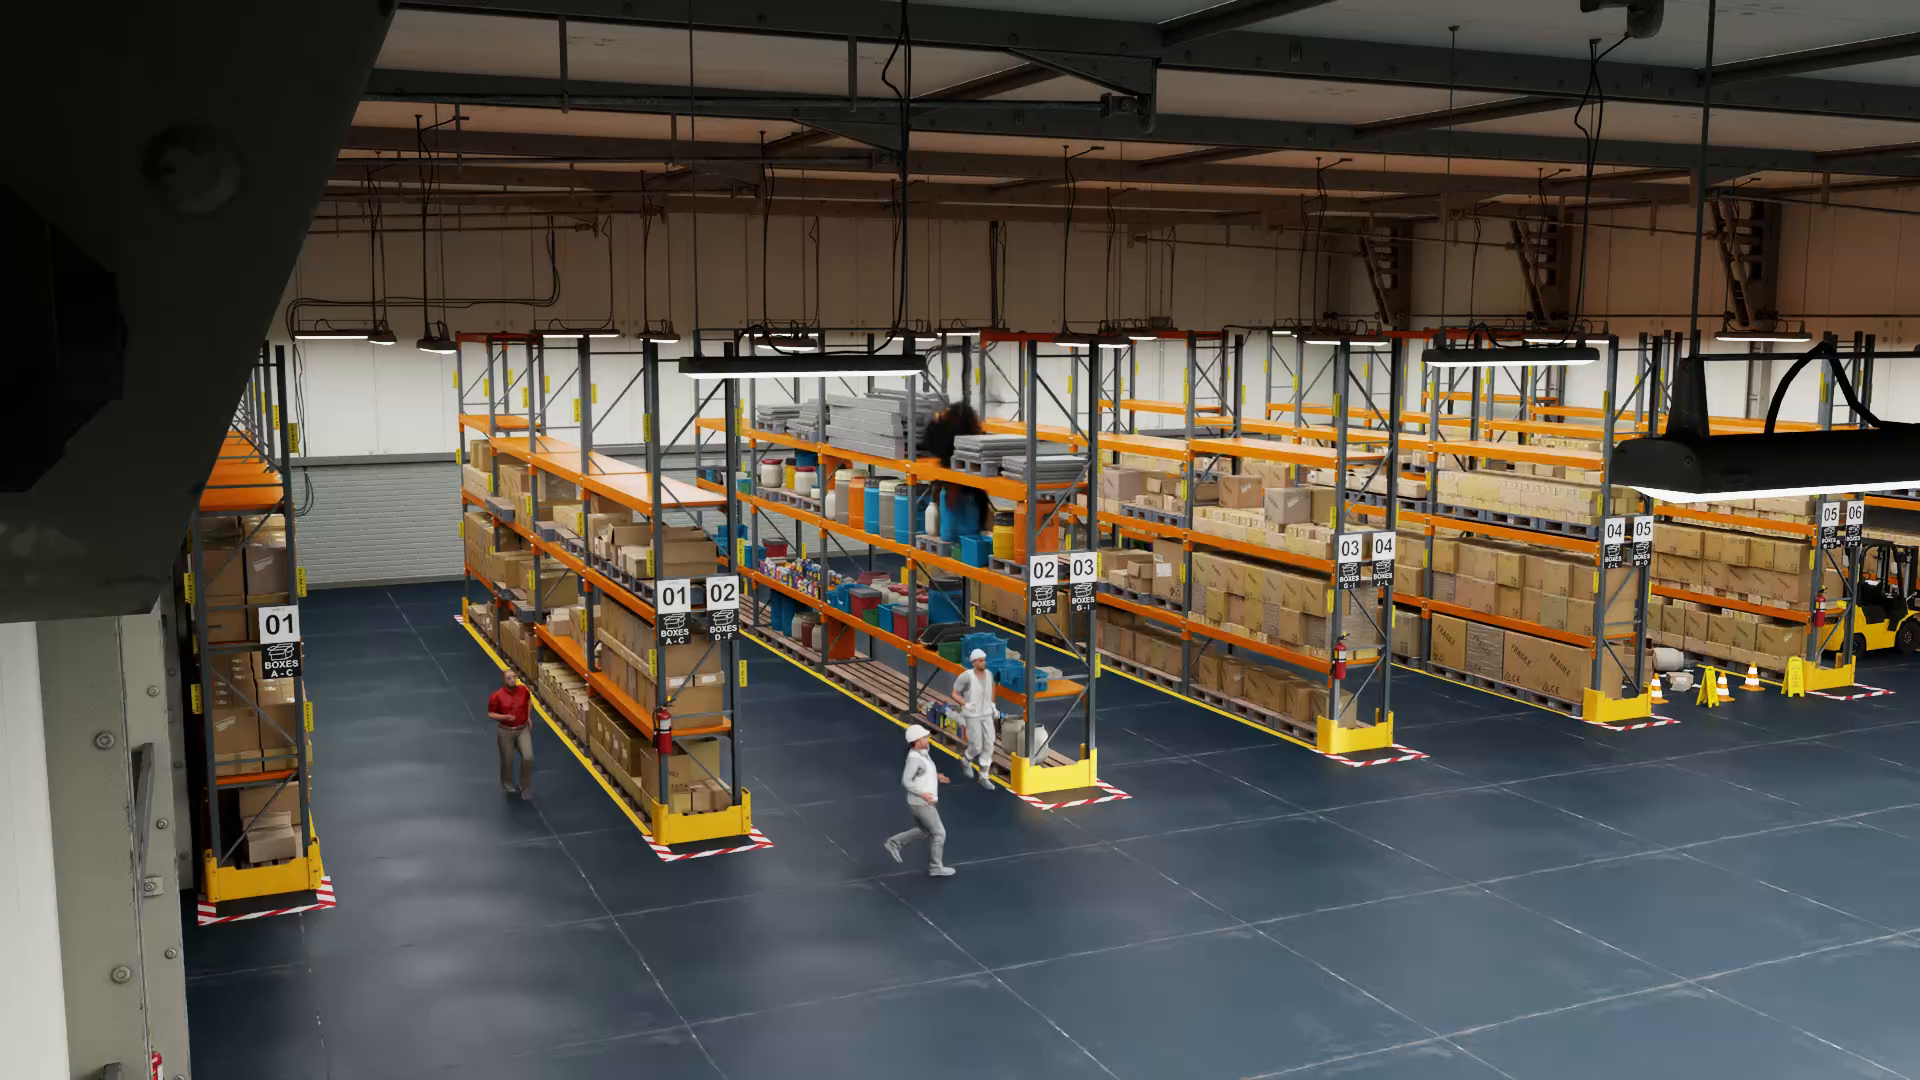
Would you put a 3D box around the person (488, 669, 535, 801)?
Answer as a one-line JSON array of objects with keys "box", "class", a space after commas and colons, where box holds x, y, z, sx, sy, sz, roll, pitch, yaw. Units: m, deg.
[{"box": [-5.855, 2.570, 21.795, 0.638, 1.786, 0.767, -5, 9, -30], "class": "person"}]

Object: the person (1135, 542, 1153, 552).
[{"box": [4.704, -0.193, 42.456, 0.577, 1.612, 0.586, -3, 8, -22], "class": "person"}]

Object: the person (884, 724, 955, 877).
[{"box": [-0.463, 2.945, 18.821, 0.821, 1.741, 0.669, 0, 8, 2], "class": "person"}]

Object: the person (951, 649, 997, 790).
[{"box": [0.227, 2.289, 21.502, 0.697, 1.786, 0.691, -4, 9, -30], "class": "person"}]

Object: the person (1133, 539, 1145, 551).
[{"box": [4.533, -0.192, 42.083, 0.680, 1.718, 0.559, -6, 10, -38], "class": "person"}]
